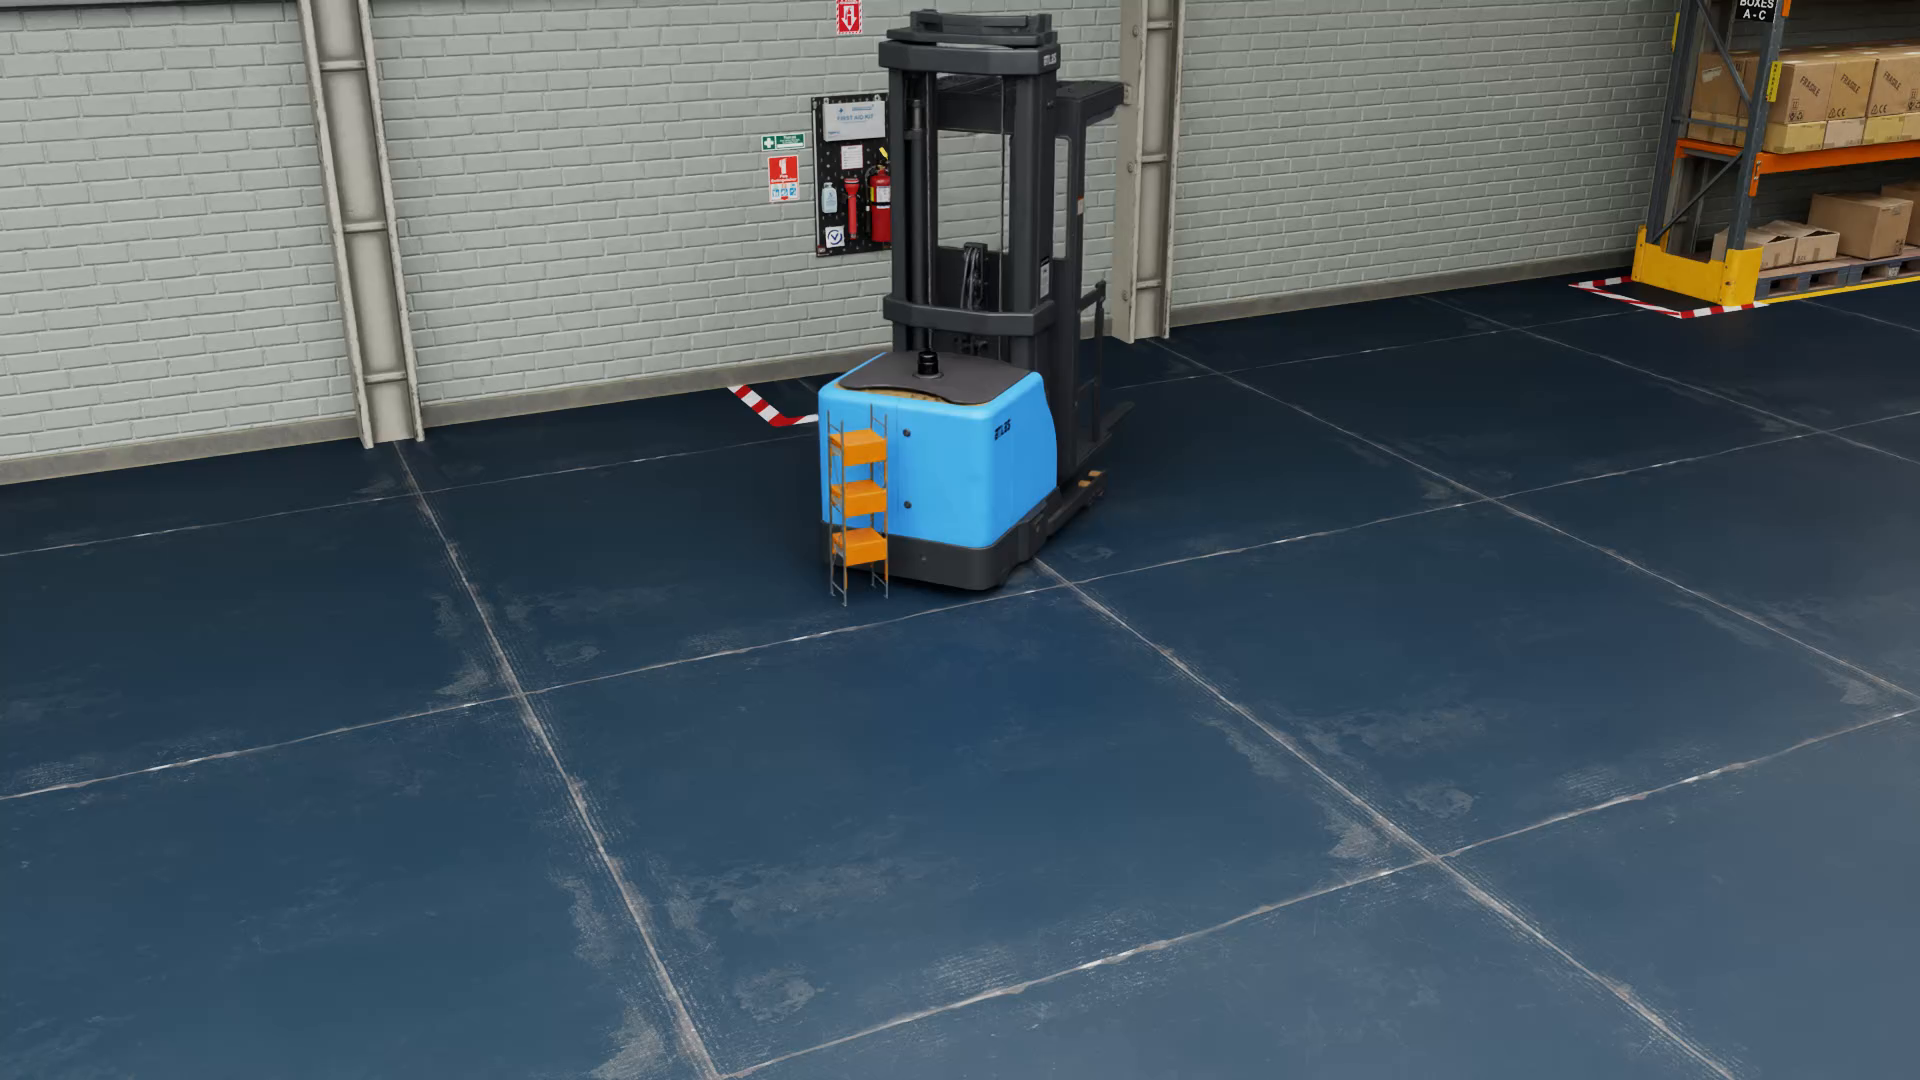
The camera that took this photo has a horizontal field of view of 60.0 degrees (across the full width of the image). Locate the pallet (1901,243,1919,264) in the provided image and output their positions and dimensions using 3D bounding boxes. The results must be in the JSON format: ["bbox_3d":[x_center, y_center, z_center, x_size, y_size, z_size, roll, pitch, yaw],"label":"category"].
[{"bbox_3d":[9.661,-2.917,16.522,1.213,0.211,1.003,-10,25,-24],"label":"pallet"}]

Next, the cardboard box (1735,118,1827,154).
[{"bbox_3d":[7.224,-3.577,14.640,0.500,0.250,0.500,-11,25,-25],"label":"cardboard box"}]

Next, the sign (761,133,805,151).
[{"bbox_3d":[-1.283,-2.891,12.072,0.331,0.109,0.001,-10,25,-24],"label":"sign"}]

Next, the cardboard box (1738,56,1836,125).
[{"bbox_3d":[7.207,-3.928,14.507,0.500,0.500,0.500,-10,25,-24],"label":"cardboard box"}]

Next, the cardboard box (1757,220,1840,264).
[{"bbox_3d":[7.822,-2.805,15.545,0.500,0.311,0.500,-8,24,-19],"label":"cardboard box"}]

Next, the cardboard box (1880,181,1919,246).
[{"bbox_3d":[9.333,-3.192,16.232,0.500,0.500,0.500,-12,26,-28],"label":"cardboard box"}]

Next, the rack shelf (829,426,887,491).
[{"bbox_3d":[-0.536,-0.431,8.698,0.240,0.259,0.215,-11,26,-25],"label":"rack shelf"}]

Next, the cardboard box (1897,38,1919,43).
[{"bbox_3d":[9.269,-4.525,15.950,0.500,0.500,0.500,-11,25,-24],"label":"cardboard box"}]

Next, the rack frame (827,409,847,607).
[{"bbox_3d":[-0.648,-0.160,8.755,0.008,1.050,0.200,-11,26,-25],"label":"rack frame"}]

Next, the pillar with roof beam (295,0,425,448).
[{"bbox_3d":[-2.044,-3.378,6.145,0.400,9.000,9.100,-10,25,-24],"label":"pillar with roof beam"}]

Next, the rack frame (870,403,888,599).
[{"bbox_3d":[-0.430,-0.200,8.856,0.008,1.050,0.200,-11,26,-25],"label":"rack frame"}]

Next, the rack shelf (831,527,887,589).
[{"bbox_3d":[-0.543,0.085,8.919,0.240,0.259,0.215,-11,26,-25],"label":"rack shelf"}]

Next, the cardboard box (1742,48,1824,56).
[{"bbox_3d":[7.437,-4.184,15.125,0.500,0.500,0.500,-10,25,-23],"label":"cardboard box"}]

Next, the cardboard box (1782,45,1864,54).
[{"bbox_3d":[7.901,-4.271,15.336,0.500,0.500,0.500,-11,25,-25],"label":"cardboard box"}]

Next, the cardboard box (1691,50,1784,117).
[{"bbox_3d":[6.979,-4.104,14.931,0.500,0.500,0.500,-11,25,-24],"label":"cardboard box"}]

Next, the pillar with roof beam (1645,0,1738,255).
[{"bbox_3d":[8.769,-5.368,10.953,0.400,9.000,9.100,-10,25,-24],"label":"pillar with roof beam"}]

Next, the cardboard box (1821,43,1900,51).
[{"bbox_3d":[8.354,-4.355,15.537,0.500,0.500,0.500,-10,25,-23],"label":"cardboard box"}]

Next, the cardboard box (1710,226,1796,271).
[{"bbox_3d":[7.309,-2.711,15.317,0.500,0.311,0.500,-14,26,-30],"label":"cardboard box"}]

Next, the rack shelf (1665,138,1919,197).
[{"bbox_3d":[8.448,-3.665,15.623,4.000,0.370,1.077,-10,25,-24],"label":"rack shelf"}]

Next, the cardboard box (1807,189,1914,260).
[{"bbox_3d":[8.505,-2.997,15.761,0.500,0.500,0.700,-12,25,-27],"label":"cardboard box"}]

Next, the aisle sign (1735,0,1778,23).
[{"bbox_3d":[6.711,-4.752,13.908,0.004,0.787,0.394,-10,25,-24],"label":"aisle sign"}]

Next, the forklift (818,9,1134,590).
[{"bbox_3d":[0.279,-1.616,9.823,1.130,2.935,3.031,10,24,22],"label":"forklift"}]

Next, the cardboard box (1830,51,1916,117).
[{"bbox_3d":[8.125,-4.090,14.898,0.500,0.500,0.500,-11,25,-25],"label":"cardboard box"}]

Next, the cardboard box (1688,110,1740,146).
[{"bbox_3d":[6.983,-3.750,15.058,0.500,0.250,0.500,-10,25,-23],"label":"cardboard box"}]

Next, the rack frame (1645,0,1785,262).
[{"bbox_3d":[6.646,-3.666,14.684,0.127,3.000,1.000,-10,25,-24],"label":"rack frame"}]

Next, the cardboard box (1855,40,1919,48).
[{"bbox_3d":[8.817,-4.445,15.755,0.500,0.500,0.500,-10,24,-22],"label":"cardboard box"}]

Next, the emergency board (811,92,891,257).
[{"bbox_3d":[-0.748,-2.688,12.322,0.643,1.169,0.194,-10,25,-24],"label":"emergency board"}]

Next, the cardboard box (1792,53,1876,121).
[{"bbox_3d":[7.656,-4.006,14.696,0.500,0.500,0.500,-10,25,-23],"label":"cardboard box"}]

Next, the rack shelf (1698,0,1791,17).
[{"bbox_3d":[8.448,-5.051,15.049,4.000,0.370,1.077,-10,25,-24],"label":"rack shelf"}]

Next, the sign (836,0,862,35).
[{"bbox_3d":[-0.798,-3.792,11.958,0.199,0.298,0.001,-10,25,-24],"label":"sign"}]

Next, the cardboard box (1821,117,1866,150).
[{"bbox_3d":[7.685,-3.668,14.860,0.500,0.250,0.500,-11,25,-25],"label":"cardboard box"}]

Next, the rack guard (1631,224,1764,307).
[{"bbox_3d":[6.715,-2.524,15.193,0.348,0.500,1.175,-10,25,-24],"label":"rack guard"}]

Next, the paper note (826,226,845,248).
[{"bbox_3d":[-0.937,-2.275,12.477,0.142,0.148,0.016,-10,25,-24],"label":"paper note"}]

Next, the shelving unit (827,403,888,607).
[{"bbox_3d":[-0.539,-0.180,8.805,0.252,1.050,0.215,-11,26,-25],"label":"shelving unit"}]

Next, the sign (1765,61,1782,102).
[{"bbox_3d":[6.882,-3.879,14.067,0.005,0.325,0.100,-10,25,-24],"label":"sign"}]

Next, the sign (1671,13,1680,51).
[{"bbox_3d":[6.423,-4.541,14.872,0.005,0.325,0.100,-10,25,-24],"label":"sign"}]

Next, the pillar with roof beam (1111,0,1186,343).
[{"bbox_3d":[3.362,-4.373,8.549,0.400,9.000,9.100,-10,25,-24],"label":"pillar with roof beam"}]

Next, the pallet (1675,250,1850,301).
[{"bbox_3d":[7.462,-2.513,15.544,1.213,0.211,1.003,-10,25,-24],"label":"pallet"}]

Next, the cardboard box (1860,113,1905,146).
[{"bbox_3d":[8.147,-3.751,15.059,0.500,0.250,0.500,-11,25,-24],"label":"cardboard box"}]

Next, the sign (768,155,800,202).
[{"bbox_3d":[-1.291,-2.648,12.179,0.234,0.329,0.001,-10,25,-24],"label":"sign"}]

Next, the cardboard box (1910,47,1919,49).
[{"bbox_3d":[9.053,-4.266,15.324,0.500,0.500,0.500,-11,25,-25],"label":"cardboard box"}]

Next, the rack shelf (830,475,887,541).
[{"bbox_3d":[-0.539,-0.170,8.810,0.240,0.259,0.215,-11,26,-25],"label":"rack shelf"}]

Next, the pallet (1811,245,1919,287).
[{"bbox_3d":[8.560,-2.713,16.029,1.213,0.211,1.003,-10,25,-24],"label":"pallet"}]

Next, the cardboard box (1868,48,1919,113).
[{"bbox_3d":[8.585,-4.180,15.115,0.500,0.500,0.500,-10,24,-22],"label":"cardboard box"}]

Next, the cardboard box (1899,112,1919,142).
[{"bbox_3d":[8.603,-3.834,15.260,0.500,0.250,0.500,-10,25,-23],"label":"cardboard box"}]
